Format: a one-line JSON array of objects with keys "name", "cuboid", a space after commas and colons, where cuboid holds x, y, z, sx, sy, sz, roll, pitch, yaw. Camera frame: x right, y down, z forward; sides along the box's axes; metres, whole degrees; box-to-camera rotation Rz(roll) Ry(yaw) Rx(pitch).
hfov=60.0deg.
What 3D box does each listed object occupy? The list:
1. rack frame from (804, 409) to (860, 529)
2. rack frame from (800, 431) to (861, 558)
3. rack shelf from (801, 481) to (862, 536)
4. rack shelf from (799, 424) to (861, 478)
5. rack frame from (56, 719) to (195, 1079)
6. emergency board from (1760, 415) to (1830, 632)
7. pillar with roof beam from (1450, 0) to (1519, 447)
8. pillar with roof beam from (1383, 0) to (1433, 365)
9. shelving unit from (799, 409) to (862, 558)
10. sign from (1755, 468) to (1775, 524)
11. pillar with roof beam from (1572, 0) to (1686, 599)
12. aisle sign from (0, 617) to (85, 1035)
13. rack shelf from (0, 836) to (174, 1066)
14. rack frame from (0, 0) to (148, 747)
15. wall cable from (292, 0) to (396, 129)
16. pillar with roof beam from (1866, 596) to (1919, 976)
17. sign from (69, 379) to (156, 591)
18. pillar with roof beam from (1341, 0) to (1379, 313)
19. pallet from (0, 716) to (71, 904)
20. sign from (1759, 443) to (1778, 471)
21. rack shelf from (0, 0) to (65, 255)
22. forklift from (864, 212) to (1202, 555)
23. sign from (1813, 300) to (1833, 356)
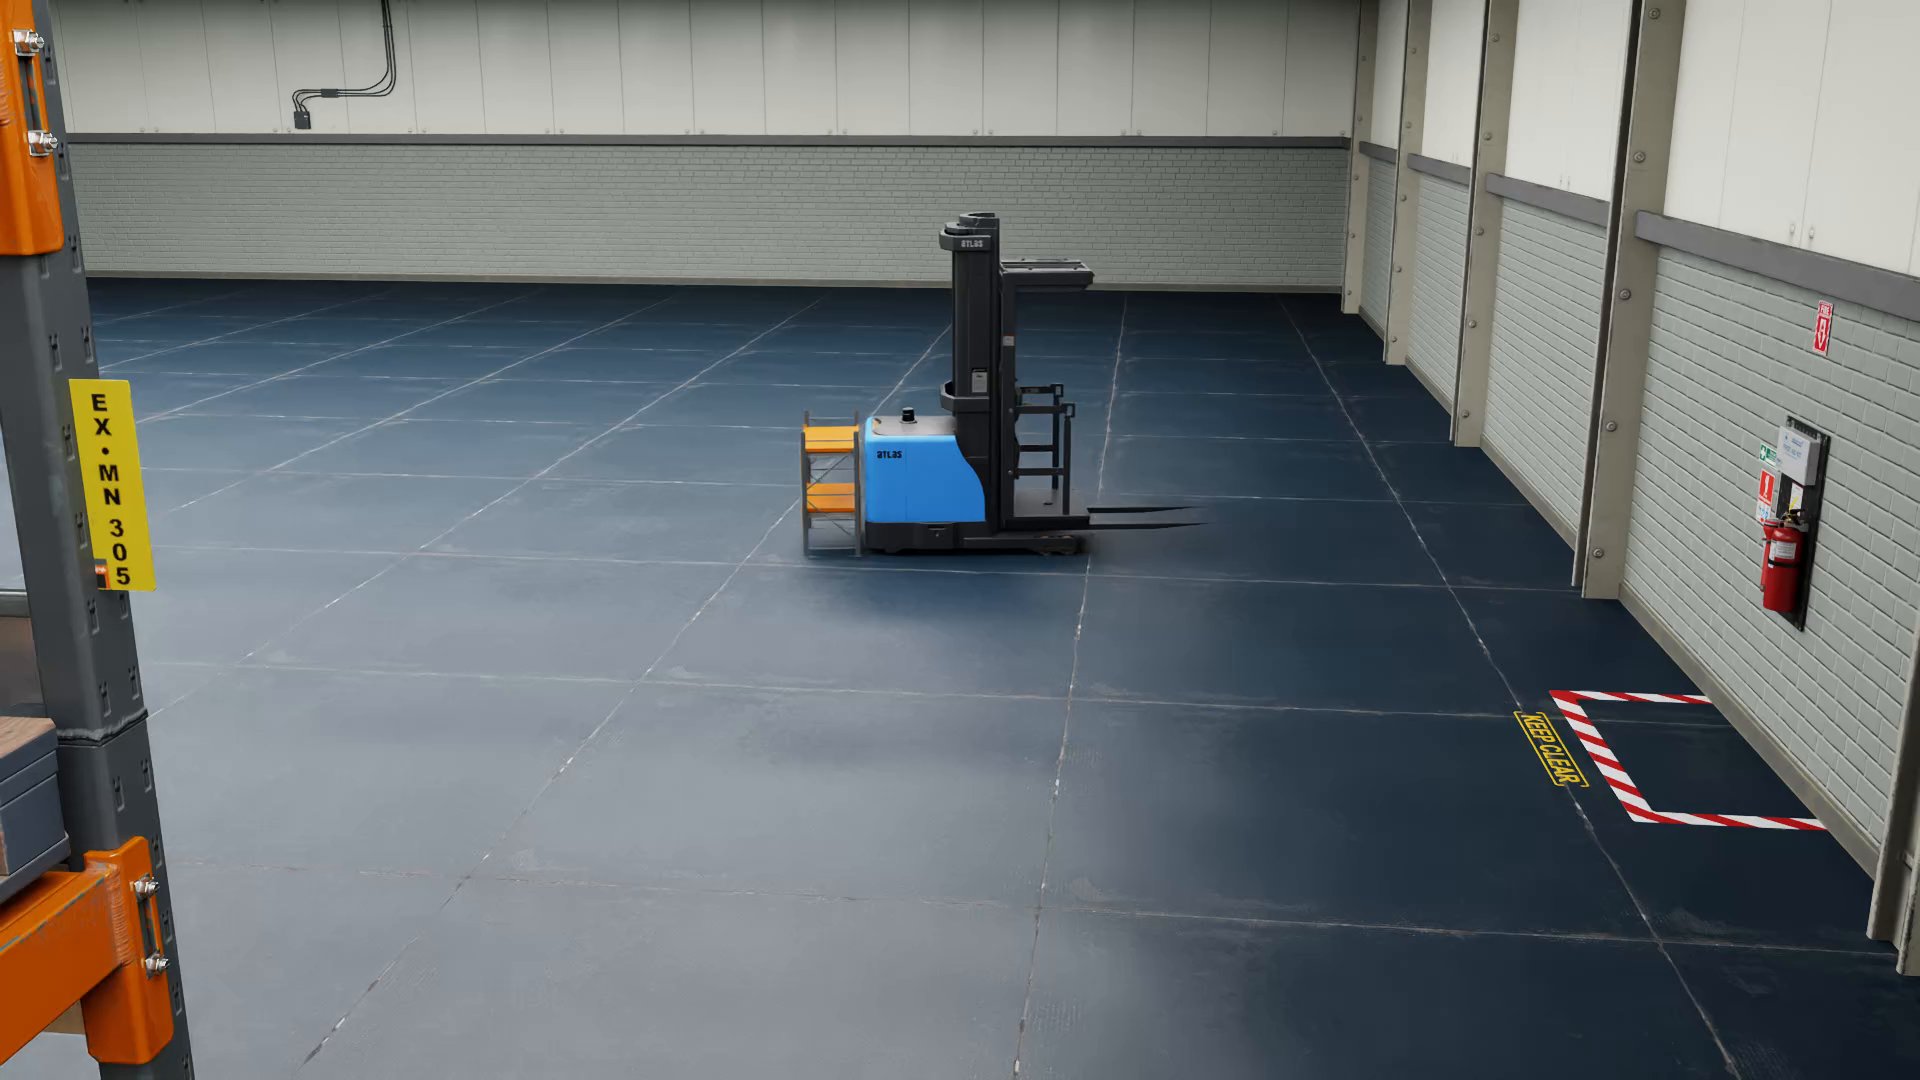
[{"name": "rack frame", "cuboid": [-1.190, -0.659, 15.531, 0.500, 1.125, 0.032, -1, 15, -3]}, {"name": "rack frame", "cuboid": [-1.130, -0.394, 14.552, 0.500, 1.125, 0.032, -1, 15, -3]}, {"name": "rack shelf", "cuboid": [-1.160, -0.291, 15.105, 0.538, 0.278, 1.000, -1, 15, -3]}, {"name": "rack shelf", "cuboid": [-1.160, -0.809, 14.965, 0.538, 0.278, 1.000, -1, 15, -3]}, {"name": "rack frame", "cuboid": [-1.819, 1.737, 3.080, 1.000, 3.000, 0.127, 2, 15, 6]}, {"name": "emergency board", "cuboid": [4.877, -0.107, 9.900, 0.194, 1.169, 0.643, 2, 15, 6]}, {"name": "pillar with roof beam", "cuboid": [1.637, -5.602, 18.729, 9.100, 9.000, 0.400, 2, 15, 6]}, {"name": "pillar with roof beam", "cuboid": [2.314, -7.159, 24.484, 9.100, 9.000, 0.400, 2, 15, 6]}, {"name": "shelving unit", "cuboid": [-1.160, -0.527, 15.042, 0.538, 1.125, 1.048, -1, 15, -3]}, {"name": "sign", "cuboid": [5.042, -0.265, 10.414, 0.001, 0.329, 0.234, 2, 15, 6]}, {"name": "pillar with roof beam", "cuboid": [0.960, -4.046, 12.974, 9.100, 9.000, 0.400, 2, 15, 6]}, {"name": "aisle sign", "cuboid": [-1.520, 0.474, 2.772, 0.394, 0.787, 0.004, 2, 15, 6]}, {"name": "rack shelf", "cuboid": [-2.045, 1.155, 0.864, 1.077, 0.370, 4.000, 2, 15, 6]}, {"name": "rack frame", "cuboid": [-1.819, -1.159, 2.297, 1.000, 3.000, 0.127, 2, 15, 6]}, {"name": "wall cable", "cuboid": [-12.953, -11.599, 34.390, 2.305, 6.003, 0.169, 2, 15, 6]}, {"name": "pillar with roof beam", "cuboid": [0.283, -2.490, 7.219, 9.100, 9.000, 0.400, 2, 15, 6]}, {"name": "sign", "cuboid": [-1.282, -0.081, 2.511, 0.100, 0.325, 0.005, 2, 15, 6]}, {"name": "pillar with roof beam", "cuboid": [2.991, -8.715, 30.239, 9.100, 9.000, 0.400, 2, 15, 6]}, {"name": "pallet", "cuboid": [-1.925, 0.514, 2.025, 1.003, 0.211, 1.213, 2, 15, 6]}, {"name": "sign", "cuboid": [5.033, -0.520, 10.341, 0.001, 0.109, 0.331, 2, 15, 6]}, {"name": "rack shelf", "cuboid": [-2.045, -0.100, 0.525, 1.077, 0.370, 4.000, 2, 15, 6]}, {"name": "forklift", "cuboid": [0.652, -1.419, 14.882, 3.031, 2.935, 1.130, -1, 15, -2]}, {"name": "sign", "cuboid": [4.977, -1.225, 9.594, 0.001, 0.298, 0.199, 2, 15, 6]}]
